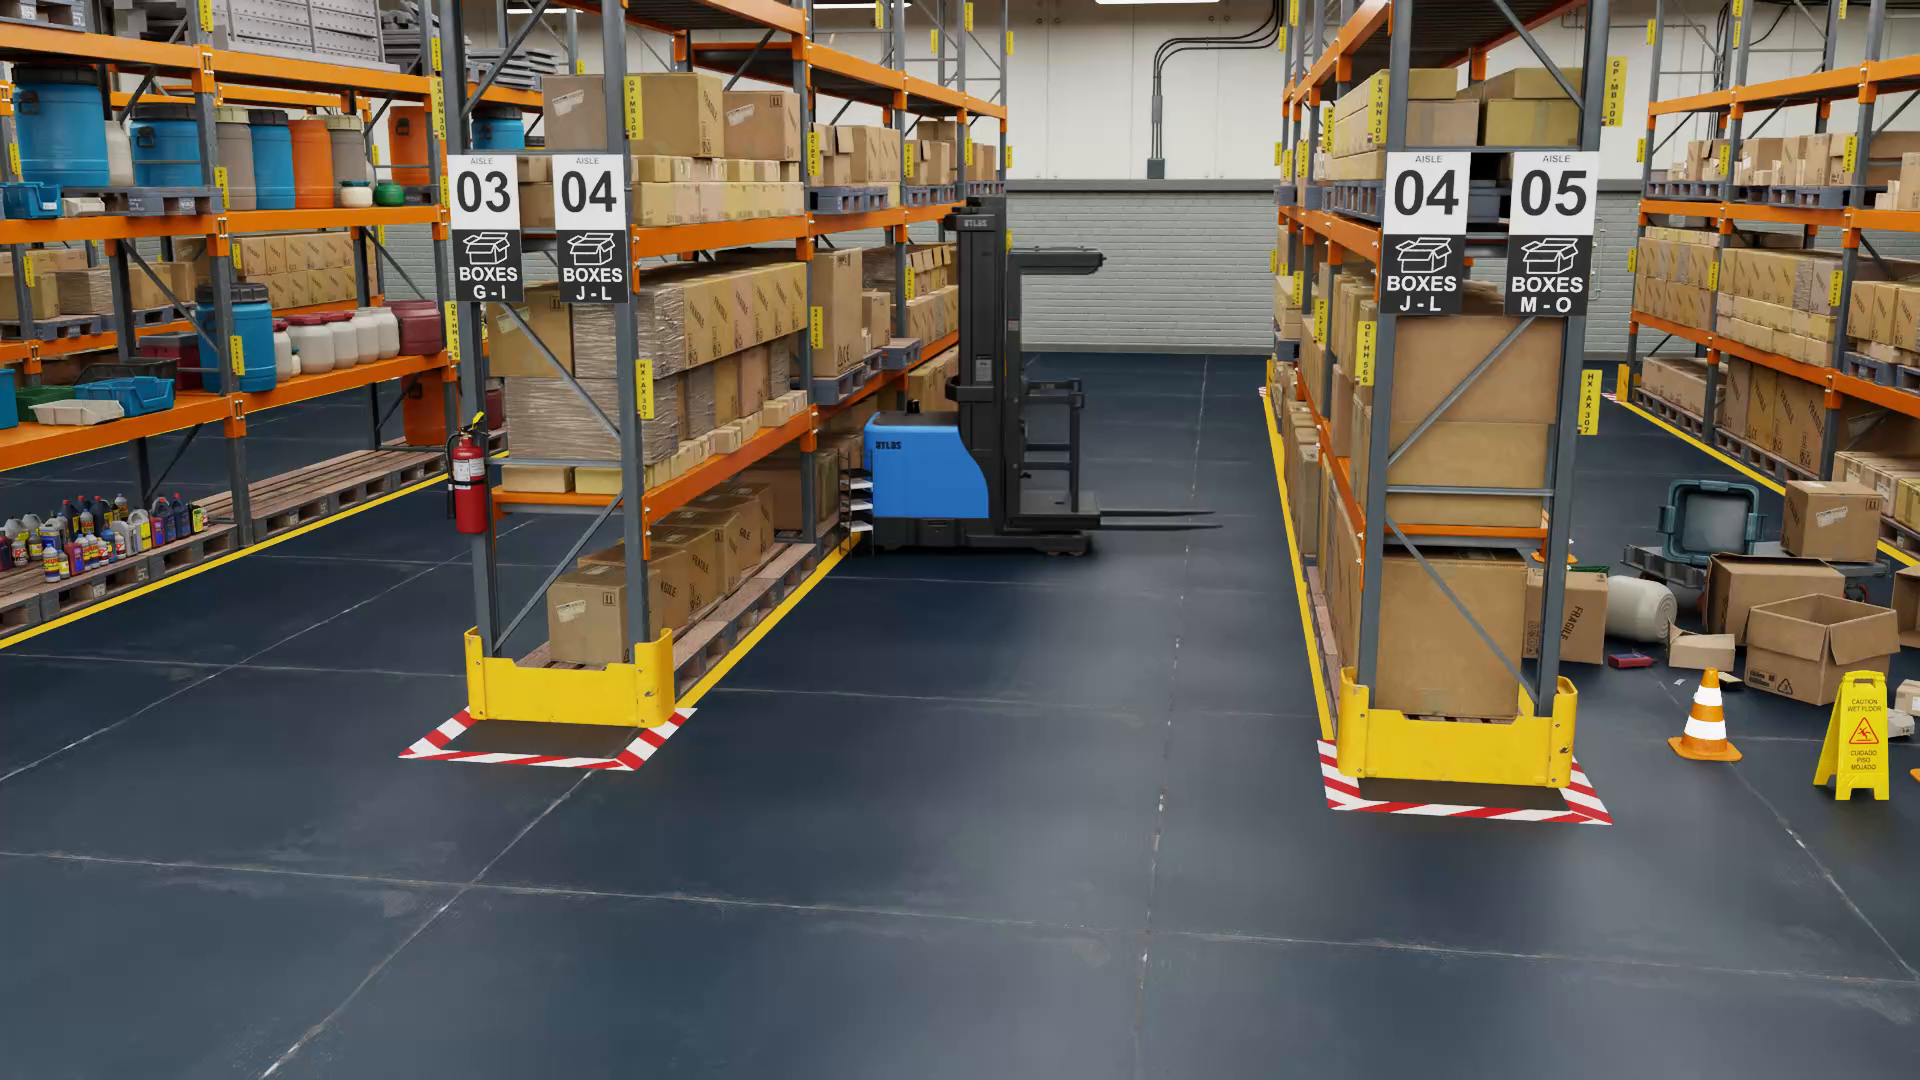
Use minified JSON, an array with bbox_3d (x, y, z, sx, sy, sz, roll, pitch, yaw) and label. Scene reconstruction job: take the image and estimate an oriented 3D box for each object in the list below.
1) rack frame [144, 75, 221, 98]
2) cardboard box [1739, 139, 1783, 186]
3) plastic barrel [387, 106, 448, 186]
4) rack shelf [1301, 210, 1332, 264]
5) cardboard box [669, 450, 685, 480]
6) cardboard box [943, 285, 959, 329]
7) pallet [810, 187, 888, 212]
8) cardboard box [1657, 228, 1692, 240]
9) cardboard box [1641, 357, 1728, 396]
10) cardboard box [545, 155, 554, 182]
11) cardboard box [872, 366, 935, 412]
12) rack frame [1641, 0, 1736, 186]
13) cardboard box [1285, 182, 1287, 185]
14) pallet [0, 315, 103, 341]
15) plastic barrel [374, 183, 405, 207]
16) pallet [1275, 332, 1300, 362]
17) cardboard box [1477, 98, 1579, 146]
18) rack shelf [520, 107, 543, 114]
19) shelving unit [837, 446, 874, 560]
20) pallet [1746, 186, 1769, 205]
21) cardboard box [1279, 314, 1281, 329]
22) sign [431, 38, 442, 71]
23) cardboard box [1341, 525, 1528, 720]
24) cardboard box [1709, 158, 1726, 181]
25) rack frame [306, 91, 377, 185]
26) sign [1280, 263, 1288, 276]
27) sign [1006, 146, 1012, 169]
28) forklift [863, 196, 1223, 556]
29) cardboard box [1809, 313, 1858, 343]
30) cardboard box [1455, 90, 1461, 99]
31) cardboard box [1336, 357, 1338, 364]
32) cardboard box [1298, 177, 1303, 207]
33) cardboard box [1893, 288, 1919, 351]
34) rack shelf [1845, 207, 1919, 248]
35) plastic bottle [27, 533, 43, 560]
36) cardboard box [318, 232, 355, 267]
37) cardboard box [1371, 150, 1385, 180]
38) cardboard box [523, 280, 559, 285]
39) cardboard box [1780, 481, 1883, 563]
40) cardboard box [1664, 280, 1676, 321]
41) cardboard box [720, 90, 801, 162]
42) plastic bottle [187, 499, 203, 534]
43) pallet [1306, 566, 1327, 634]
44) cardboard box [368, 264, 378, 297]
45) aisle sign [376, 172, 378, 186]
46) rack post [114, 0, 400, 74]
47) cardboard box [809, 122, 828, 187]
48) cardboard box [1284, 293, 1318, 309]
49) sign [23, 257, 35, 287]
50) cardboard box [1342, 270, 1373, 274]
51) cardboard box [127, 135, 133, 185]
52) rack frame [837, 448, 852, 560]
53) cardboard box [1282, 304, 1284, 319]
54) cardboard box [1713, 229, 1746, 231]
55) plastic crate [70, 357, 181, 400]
[{"bbox_3d":[-10.224,-6.181,21.814,1.000,3.000,0.127,2,12,9],"label":"rack frame"},{"bbox_3d":[8.934,-4.152,18.285,0.500,0.500,0.500,2,12,8],"label":"cardboard box"},{"bbox_3d":[-5.855,-4.254,17.977,0.600,0.830,0.708,2,12,9],"label":"plastic barrel"},{"bbox_3d":[3.526,-2.611,14.074,1.077,0.370,4.000,2,12,9],"label":"rack shelf"},{"bbox_3d":[-1.892,-0.460,10.106,0.380,0.149,0.250,2,12,9],"label":"cardboard box"},{"bbox_3d":[-0.238,-2.869,20.450,0.500,0.500,0.500,2,12,9],"label":"cardboard box"},{"bbox_3d":[-1.310,-2.977,14.512,1.213,0.211,1.003,2,12,9],"label":"pallet"},{"bbox_3d":[9.497,-4.065,22.087,0.380,0.149,0.250,1,12,7],"label":"cardboard box"},{"bbox_3d":[9.968,-2.250,22.900,0.875,0.438,0.875,1,12,7],"label":"cardboard box"},{"bbox_3d":[-2.391,-2.135,9.569,0.380,0.149,0.250,1,12,7],"label":"cardboard box"},{"bbox_3d":[-0.925,-1.404,17.933,1.225,0.875,0.875,1,12,6],"label":"cardboard box"},{"bbox_3d":[9.971,-6.371,22.695,1.000,3.000,0.127,2,12,9],"label":"rack frame"},{"bbox_3d":[4.424,-4.458,21.296,0.500,0.250,0.500,2,12,8],"label":"cardboard box"},{"bbox_3d":[-10.804,-2.465,19.268,1.213,0.211,1.003,2,12,9],"label":"pallet"},{"bbox_3d":[-5.933,-3.592,17.288,0.294,0.245,0.294,0,12,0],"label":"plastic barrel"},{"bbox_3d":[3.838,-1.970,16.971,1.213,0.211,1.003,2,12,9],"label":"pallet"},{"bbox_3d":[2.931,-2.132,8.560,0.500,0.250,0.500,2,12,9],"label":"cardboard box"},{"bbox_3d":[-5.023,-5.889,23.116,1.077,0.370,4.000,2,12,9],"label":"rack shelf"},{"bbox_3d":[-0.865,-0.307,13.780,0.210,0.900,0.258,-6,14,-27],"label":"shelving unit"},{"bbox_3d":[9.264,-3.786,18.275,0.805,0.209,1.217,1,12,6],"label":"pallet"},{"bbox_3d":[3.617,-2.325,17.763,0.380,0.149,0.250,1,12,6],"label":"cardboard box"},{"bbox_3d":[-5.401,-5.013,17.160,0.100,0.325,0.005,2,12,9],"label":"sign"},{"bbox_3d":[2.643,0.443,9.363,0.875,0.875,0.875,2,12,9],"label":"cardboard box"},{"bbox_3d":[9.138,-4.404,19.772,0.396,0.266,0.258,2,12,10],"label":"cardboard box"},{"bbox_3d":[-9.609,-7.014,25.678,1.000,3.000,0.127,2,12,9],"label":"rack frame"},{"bbox_3d":[3.912,-3.184,20.093,0.100,0.325,0.005,2,12,9],"label":"sign"},{"bbox_3d":[0.713,-5.599,24.321,0.100,0.325,0.005,2,12,9],"label":"sign"},{"bbox_3d":[0.715,-1.415,14.102,3.031,2.935,1.130,1,12,3],"label":"forklift"},{"bbox_3d":[8.564,-2.053,16.069,0.500,0.250,0.500,2,12,8],"label":"cardboard box"},{"bbox_3d":[3.283,-2.718,10.334,0.380,0.149,0.250,2,12,8],"label":"cardboard box"},{"bbox_3d":[3.174,-1.076,12.009,0.875,0.550,0.550,2,12,9],"label":"cardboard box"},{"bbox_3d":[3.735,-3.659,16.995,0.500,0.500,0.500,2,12,9],"label":"cardboard box"},{"bbox_3d":[8.295,-1.867,14.095,0.500,0.500,0.500,2,12,10],"label":"cardboard box"},{"bbox_3d":[8.433,-2.471,13.428,1.077,0.370,4.000,2,12,9],"label":"rack shelf"},{"bbox_3d":[-7.092,0.047,12.753,0.097,0.201,0.097,0,12,0],"label":"plastic bottle"},{"bbox_3d":[-9.483,-4.412,25.235,0.500,0.500,0.500,2,12,10],"label":"cardboard box"},{"bbox_3d":[2.320,-1.925,8.547,0.380,0.149,0.250,2,12,9],"label":"cardboard box"},{"bbox_3d":[-2.370,-1.338,10.267,0.500,0.500,0.500,2,12,9],"label":"cardboard box"},{"bbox_3d":[6.362,-0.140,12.158,0.500,0.500,0.500,2,12,9],"label":"cardboard box"},{"bbox_3d":[9.407,-3.080,21.428,0.500,0.500,0.500,2,12,11],"label":"cardboard box"},{"bbox_3d":[-1.484,-3.064,12.342,0.500,0.500,0.500,2,12,7],"label":"cardboard box"},{"bbox_3d":[-6.309,-0.198,13.696,0.061,0.283,0.133,3,12,11],"label":"plastic bottle"},{"bbox_3d":[3.025,0.439,11.954,1.003,0.211,1.213,2,12,9],"label":"pallet"},{"bbox_3d":[-9.409,-4.028,25.826,0.500,0.500,0.500,2,12,10],"label":"cardboard box"},{"bbox_3d":[-9.296,-5.356,26.056,0.394,0.787,0.004,2,12,9],"label":"aisle sign"},{"bbox_3d":[-6.343,-4.865,15.233,1.013,1.000,3.121,2,12,9],"label":"rack post"},{"bbox_3d":[-1.496,-3.078,13.294,0.797,0.503,0.637,1,12,6],"label":"cardboard box"},{"bbox_3d":[3.456,-2.402,16.708,0.380,0.149,0.250,1,12,6],"label":"cardboard box"},{"bbox_3d":[-10.290,-2.964,18.380,0.100,0.325,0.005,2,12,9],"label":"sign"},{"bbox_3d":[3.524,-2.038,14.220,0.700,0.500,0.500,2,12,8],"label":"cardboard box"},{"bbox_3d":[-10.577,-4.638,20.301,0.600,0.600,0.600,1,12,6],"label":"cardboard box"},{"bbox_3d":[-0.954,-0.297,13.734,0.006,0.900,0.240,-6,14,-27],"label":"rack frame"},{"bbox_3d":[3.537,-2.368,17.256,0.380,0.149,0.250,2,12,10],"label":"cardboard box"},{"bbox_3d":[9.972,-3.944,21.525,0.380,0.149,0.250,2,12,10],"label":"cardboard box"},{"bbox_3d":[-6.767,-1.287,13.491,0.767,0.338,0.504,2,12,9],"label":"plastic crate"}]
